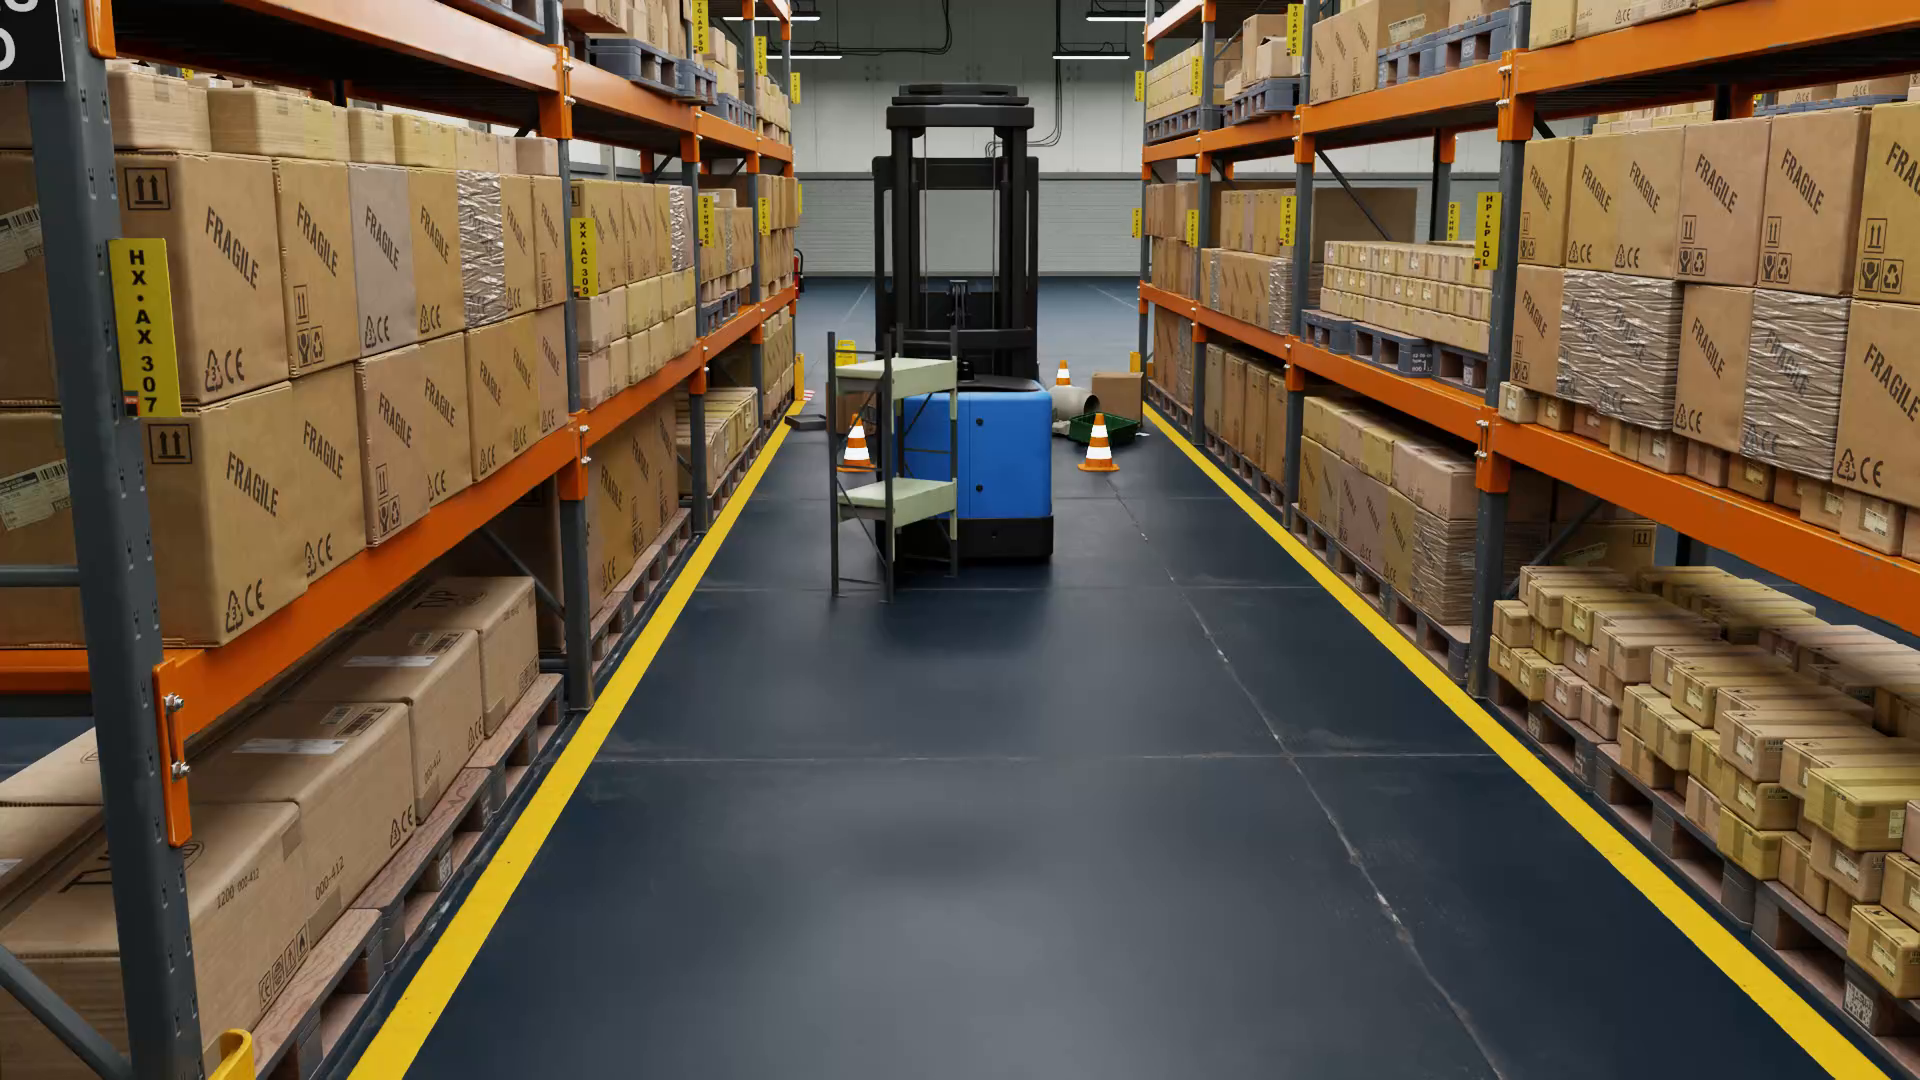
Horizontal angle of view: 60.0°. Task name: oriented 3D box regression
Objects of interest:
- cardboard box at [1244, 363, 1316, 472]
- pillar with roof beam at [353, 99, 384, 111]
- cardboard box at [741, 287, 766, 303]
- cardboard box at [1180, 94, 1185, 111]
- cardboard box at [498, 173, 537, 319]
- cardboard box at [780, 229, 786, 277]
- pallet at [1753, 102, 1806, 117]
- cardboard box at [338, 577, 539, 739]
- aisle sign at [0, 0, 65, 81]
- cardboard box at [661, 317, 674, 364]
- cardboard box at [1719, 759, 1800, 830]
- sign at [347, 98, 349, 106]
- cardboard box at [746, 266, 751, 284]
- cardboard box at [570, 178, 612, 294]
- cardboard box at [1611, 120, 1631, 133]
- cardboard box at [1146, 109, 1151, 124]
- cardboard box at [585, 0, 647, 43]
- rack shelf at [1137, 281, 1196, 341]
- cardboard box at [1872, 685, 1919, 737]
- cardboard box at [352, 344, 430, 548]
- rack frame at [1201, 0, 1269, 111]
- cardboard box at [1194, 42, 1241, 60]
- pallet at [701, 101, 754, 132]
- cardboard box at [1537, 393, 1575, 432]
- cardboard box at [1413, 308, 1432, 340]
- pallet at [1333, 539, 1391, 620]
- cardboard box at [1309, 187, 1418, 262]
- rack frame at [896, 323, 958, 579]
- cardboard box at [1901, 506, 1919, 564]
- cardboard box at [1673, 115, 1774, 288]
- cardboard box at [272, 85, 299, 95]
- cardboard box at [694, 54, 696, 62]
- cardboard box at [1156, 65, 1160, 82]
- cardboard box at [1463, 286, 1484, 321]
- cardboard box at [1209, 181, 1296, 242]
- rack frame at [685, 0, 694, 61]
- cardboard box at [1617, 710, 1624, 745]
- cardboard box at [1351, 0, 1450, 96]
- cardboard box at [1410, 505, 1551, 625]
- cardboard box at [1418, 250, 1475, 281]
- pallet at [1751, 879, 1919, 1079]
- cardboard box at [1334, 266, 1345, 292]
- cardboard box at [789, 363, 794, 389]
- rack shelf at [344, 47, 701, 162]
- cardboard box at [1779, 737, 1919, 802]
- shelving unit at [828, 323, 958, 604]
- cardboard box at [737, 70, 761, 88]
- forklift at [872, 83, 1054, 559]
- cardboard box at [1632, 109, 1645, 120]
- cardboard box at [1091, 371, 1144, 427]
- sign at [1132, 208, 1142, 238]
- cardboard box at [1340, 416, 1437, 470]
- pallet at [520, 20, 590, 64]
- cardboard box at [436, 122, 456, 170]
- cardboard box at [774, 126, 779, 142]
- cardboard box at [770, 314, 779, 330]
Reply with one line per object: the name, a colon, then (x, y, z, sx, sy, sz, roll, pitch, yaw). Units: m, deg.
cardboard box: (2.789, -0.953, 12.812, 1.050, 0.750, 0.750, 0, 11, 0)
pillar with roof beam: (-4.048, -7.091, 23.380, 9.100, 9.000, 0.400, 0, 11, -1)
cardboard box: (-1.982, -2.250, 15.235, 0.380, 0.149, 0.250, 0, 11, -1)
cardboard box: (2.306, -4.174, 15.871, 0.380, 0.149, 0.250, 0, 11, -1)
cardboard box: (-1.843, -1.064, 5.993, 0.500, 0.500, 0.500, 0, 11, -2)
cardboard box: (-2.080, -2.993, 17.268, 0.500, 0.500, 0.500, 0, 11, -1)
pallet: (7.518, -3.604, 14.209, 1.213, 0.211, 1.003, 0, 11, -1)
cardboard box: (-2.225, 0.457, 6.652, 0.875, 0.438, 0.875, 0, 11, -2)
aisle sign: (-1.757, -1.184, 2.814, 0.394, 0.787, 0.004, 0, 11, -1)
cardboard box: (-1.923, -1.139, 9.507, 0.500, 0.250, 0.500, 0, 11, -2)
cardboard box: (2.566, 0.772, 5.076, 0.380, 0.149, 0.250, 0, 11, 0)
sign: (-6.799, -4.947, 18.329, 0.100, 0.325, 0.005, 0, 11, -1)
cardboard box: (-2.010, -2.290, 14.380, 0.380, 0.149, 0.250, 0, 11, 0)
cardboard box: (-1.853, -1.346, 7.384, 0.500, 0.500, 0.500, 0, 11, 0)
cardboard box: (7.297, -4.342, 17.749, 0.500, 0.250, 0.500, 0, 11, -2)
cardboard box: (2.255, -4.677, 18.346, 0.380, 0.149, 0.250, 0, 11, -1)
cardboard box: (-1.819, -2.693, 8.527, 0.396, 0.266, 0.258, 1, 11, 4)
rack shelf: (2.609, -2.394, 17.126, 1.077, 0.370, 4.000, 0, 11, -1)
cardboard box: (3.181, 0.569, 5.329, 0.380, 0.149, 0.250, 0, 11, 0)
cardboard box: (-1.802, -0.271, 4.597, 0.500, 0.500, 0.500, 0, 11, -1)
rack frame: (2.651, -5.289, 14.498, 1.000, 3.000, 0.127, 0, 11, -1)
cardboard box: (2.324, -4.413, 15.042, 0.380, 0.149, 0.250, 0, 11, -2)
pallet: (-2.390, -3.564, 14.009, 1.213, 0.211, 1.003, 0, 11, -1)
cardboard box: (2.574, -0.527, 6.745, 0.380, 0.149, 0.250, 0, 11, 1)
cardboard box: (2.584, -1.126, 8.641, 0.380, 0.149, 0.250, -1, 11, -4)
pallet: (2.770, 0.210, 9.494, 1.003, 0.211, 1.213, 0, 11, -1)
cardboard box: (2.734, -2.182, 11.506, 0.700, 0.500, 0.500, 0, 11, -1)
rack frame: (-0.195, -0.525, 9.873, 0.400, 1.500, 0.023, 6, 13, 28)
cardboard box: (2.621, -0.004, 4.165, 0.380, 0.149, 0.250, 0, 11, -2)
cardboard box: (2.596, -1.048, 5.165, 0.500, 0.500, 0.500, -1, 11, -3)
cardboard box: (-7.167, -4.566, 16.916, 0.700, 0.500, 0.500, 0, 11, -1)
cardboard box: (-2.223, -3.221, 11.597, 0.700, 0.500, 0.500, 0, 11, -1)
cardboard box: (2.271, -4.918, 17.532, 0.380, 0.149, 0.250, 0, 11, -1)
cardboard box: (2.604, -1.118, 7.854, 0.380, 0.149, 0.250, 0, 11, -1)
cardboard box: (2.677, -3.025, 15.334, 0.875, 0.550, 0.550, 0, 11, -1)
rack frame: (-2.214, -4.454, 10.379, 1.000, 3.000, 0.127, 0, 11, -1)
cardboard box: (2.661, 0.712, 6.120, 0.380, 0.149, 0.250, -1, 11, -4)
cardboard box: (2.512, -2.760, 9.323, 0.500, 0.500, 0.500, 0, 11, -1)
cardboard box: (2.549, 0.114, 8.183, 0.500, 0.500, 0.500, 0, 11, -2)
cardboard box: (2.596, -1.418, 8.584, 0.380, 0.149, 0.250, -1, 11, -3)
pallet: (2.916, 1.226, 4.485, 1.003, 0.211, 1.213, 0, 11, -1)
cardboard box: (2.550, -1.632, 10.385, 0.380, 0.149, 0.250, 0, 11, 2)
cardboard box: (-2.093, -1.798, 18.236, 0.500, 0.250, 0.500, 0, 11, -1)
rack shelf: (-2.172, -2.234, 8.790, 1.077, 0.370, 4.000, 0, 11, -1)
cardboard box: (2.612, 0.679, 4.786, 0.380, 0.149, 0.250, -1, 11, -3)
shelving unit: (-0.373, -0.461, 9.559, 0.431, 1.500, 0.755, 6, 13, 28)
cardboard box: (-1.976, -4.111, 14.858, 0.380, 0.149, 0.250, 0, 11, -2)
forklift: (-0.043, -1.561, 11.384, 1.130, 2.935, 3.031, -1, 11, -4)
cardboard box: (7.276, -4.477, 17.410, 0.380, 0.149, 0.250, 0, 11, -1)
cardboard box: (1.593, -1.430, 16.843, 0.500, 0.500, 0.500, 2, 12, 9)
sign: (2.013, -3.606, 18.915, 0.100, 0.325, 0.005, 0, 11, -1)
cardboard box: (2.513, -0.565, 9.645, 0.500, 0.250, 0.500, 0, 11, -1)
pallet: (-2.199, -2.277, 7.675, 0.805, 0.209, 1.217, -1, 11, -3)
cardboard box: (-1.843, -1.261, 5.334, 0.380, 0.149, 0.250, 0, 11, -2)
cardboard box: (-2.016, -4.076, 16.693, 0.380, 0.149, 0.250, 0, 11, -2)
cardboard box: (-2.002, -2.152, 16.462, 0.380, 0.149, 0.250, 0, 11, 2)
